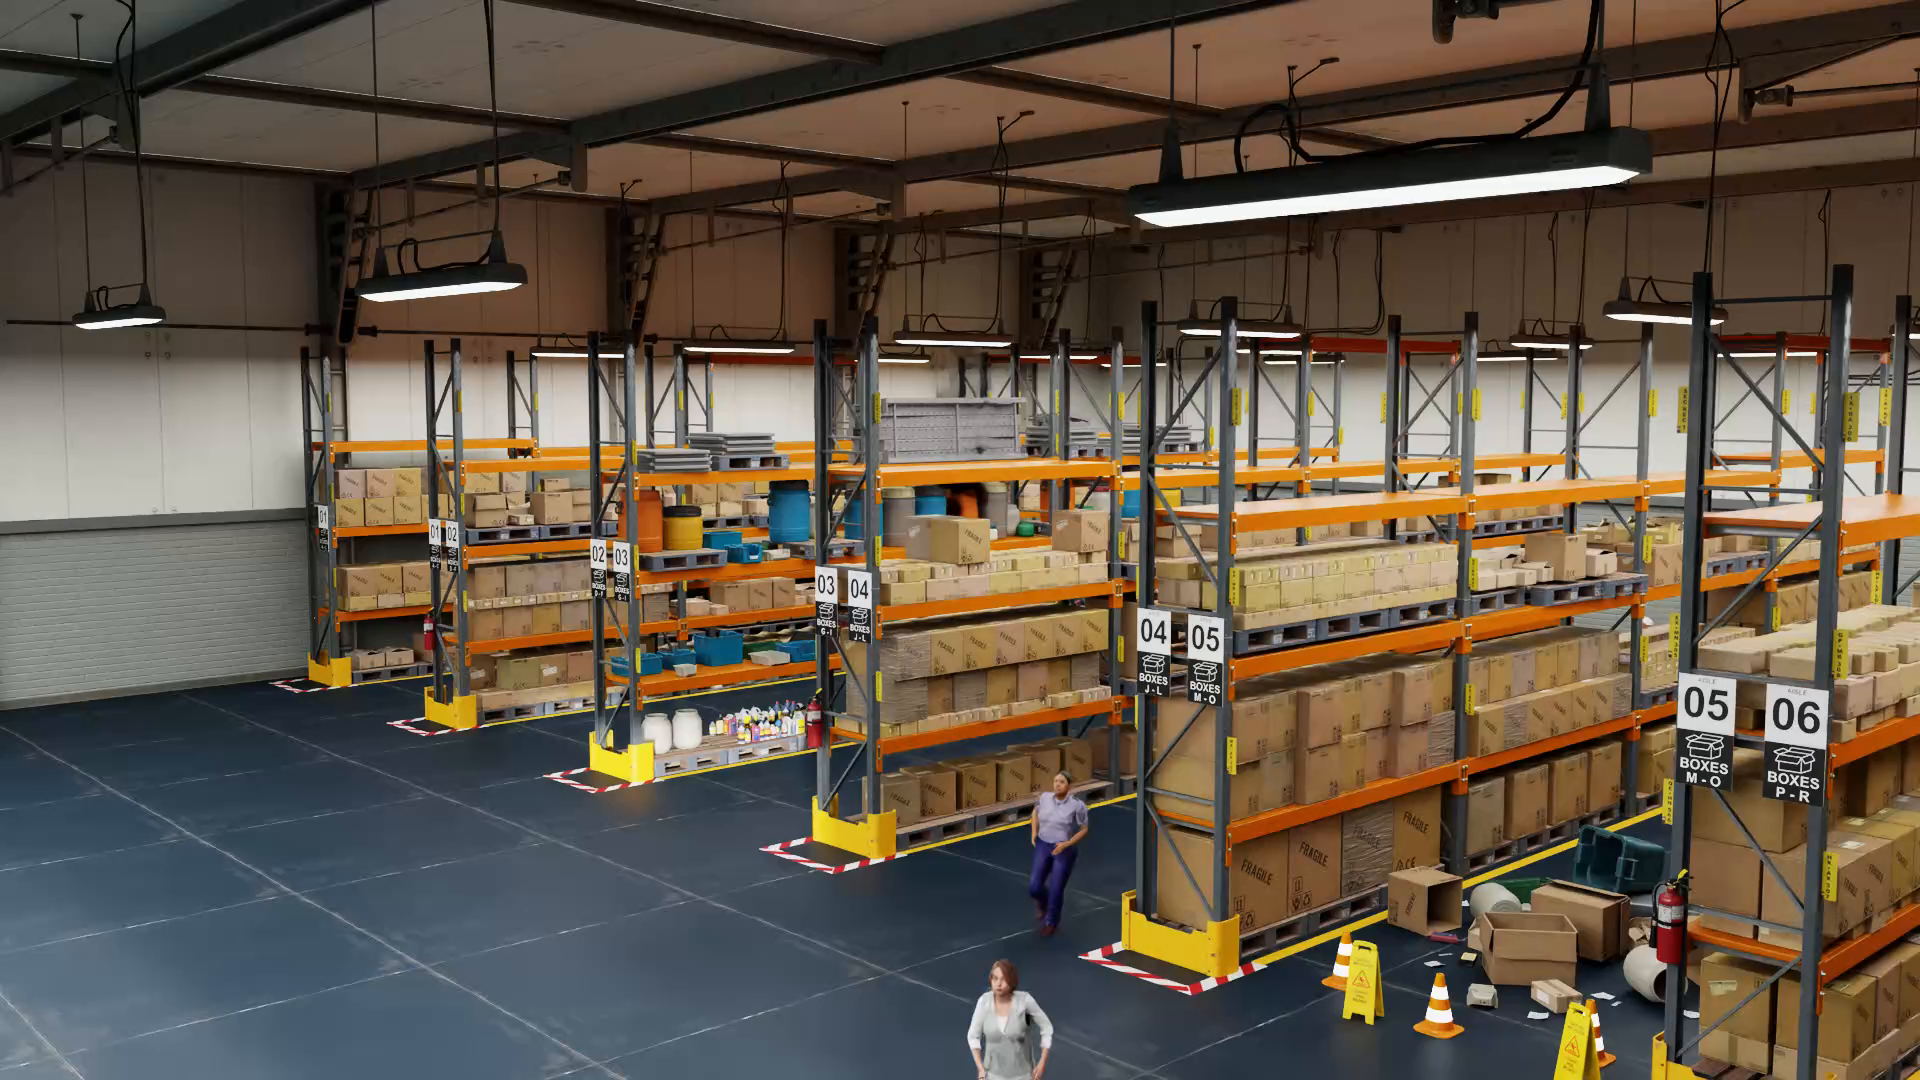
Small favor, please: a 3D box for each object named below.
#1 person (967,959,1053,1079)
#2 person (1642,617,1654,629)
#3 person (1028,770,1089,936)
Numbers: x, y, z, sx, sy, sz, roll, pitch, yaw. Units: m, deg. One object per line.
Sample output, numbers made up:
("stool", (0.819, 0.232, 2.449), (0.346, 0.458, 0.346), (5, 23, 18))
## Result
("person", (0.325, 3.454, 10.755), (0.554, 1.573, 0.610), (1, 5, 11))
("person", (10.564, 2.059, 25.562), (0.758, 1.764, 0.665), (-4, 6, -38))
("person", (0.937, 2.992, 15.889), (0.607, 1.619, 0.524), (2, 5, 24))
